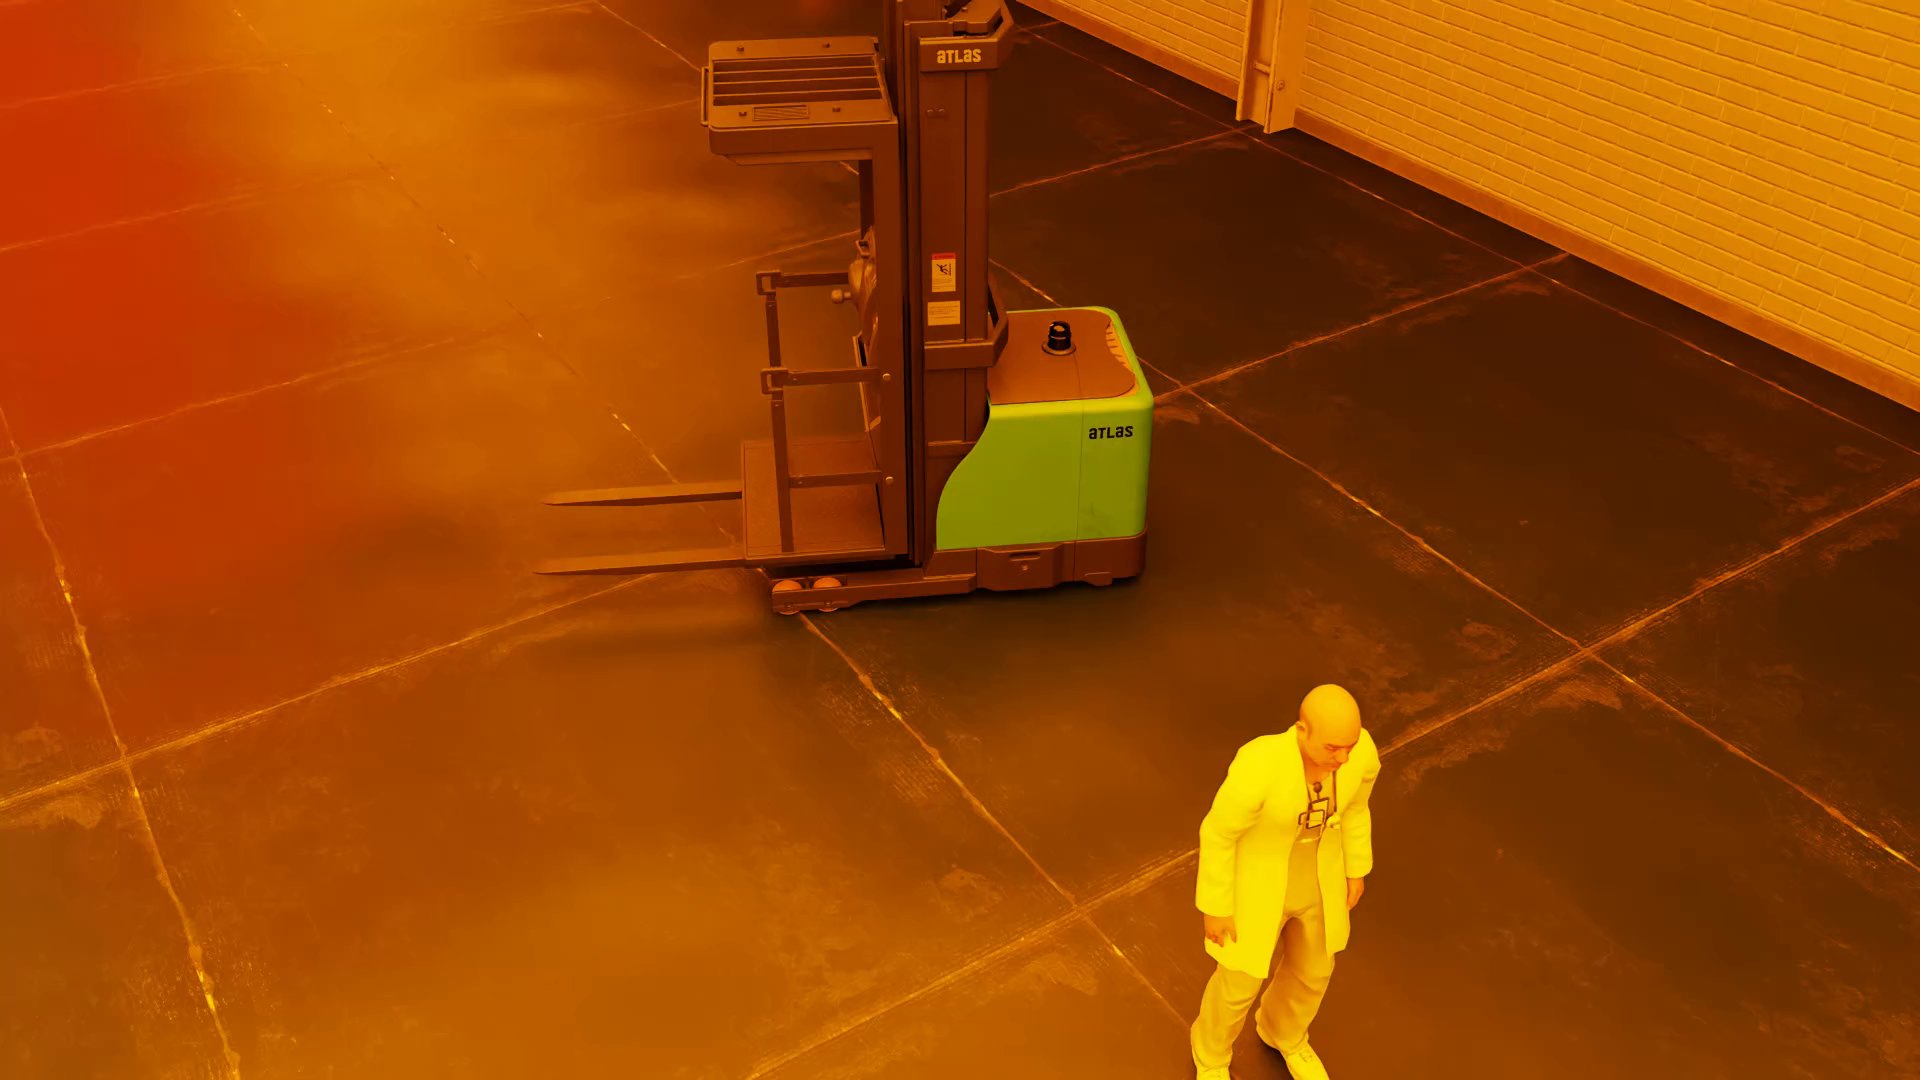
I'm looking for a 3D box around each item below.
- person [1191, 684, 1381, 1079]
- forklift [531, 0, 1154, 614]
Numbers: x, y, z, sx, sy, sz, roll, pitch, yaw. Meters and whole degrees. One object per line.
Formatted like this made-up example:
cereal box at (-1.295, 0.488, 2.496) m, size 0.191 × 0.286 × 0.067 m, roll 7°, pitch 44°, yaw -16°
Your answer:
person at (1.079, 1.161, 5.504) m, size 0.643 × 1.772 × 0.435 m, roll -11°, pitch 37°, yaw -15°
forklift at (-0.625, -1.156, 7.793) m, size 3.031 × 2.935 × 1.130 m, roll -4°, pitch 35°, yaw -6°
